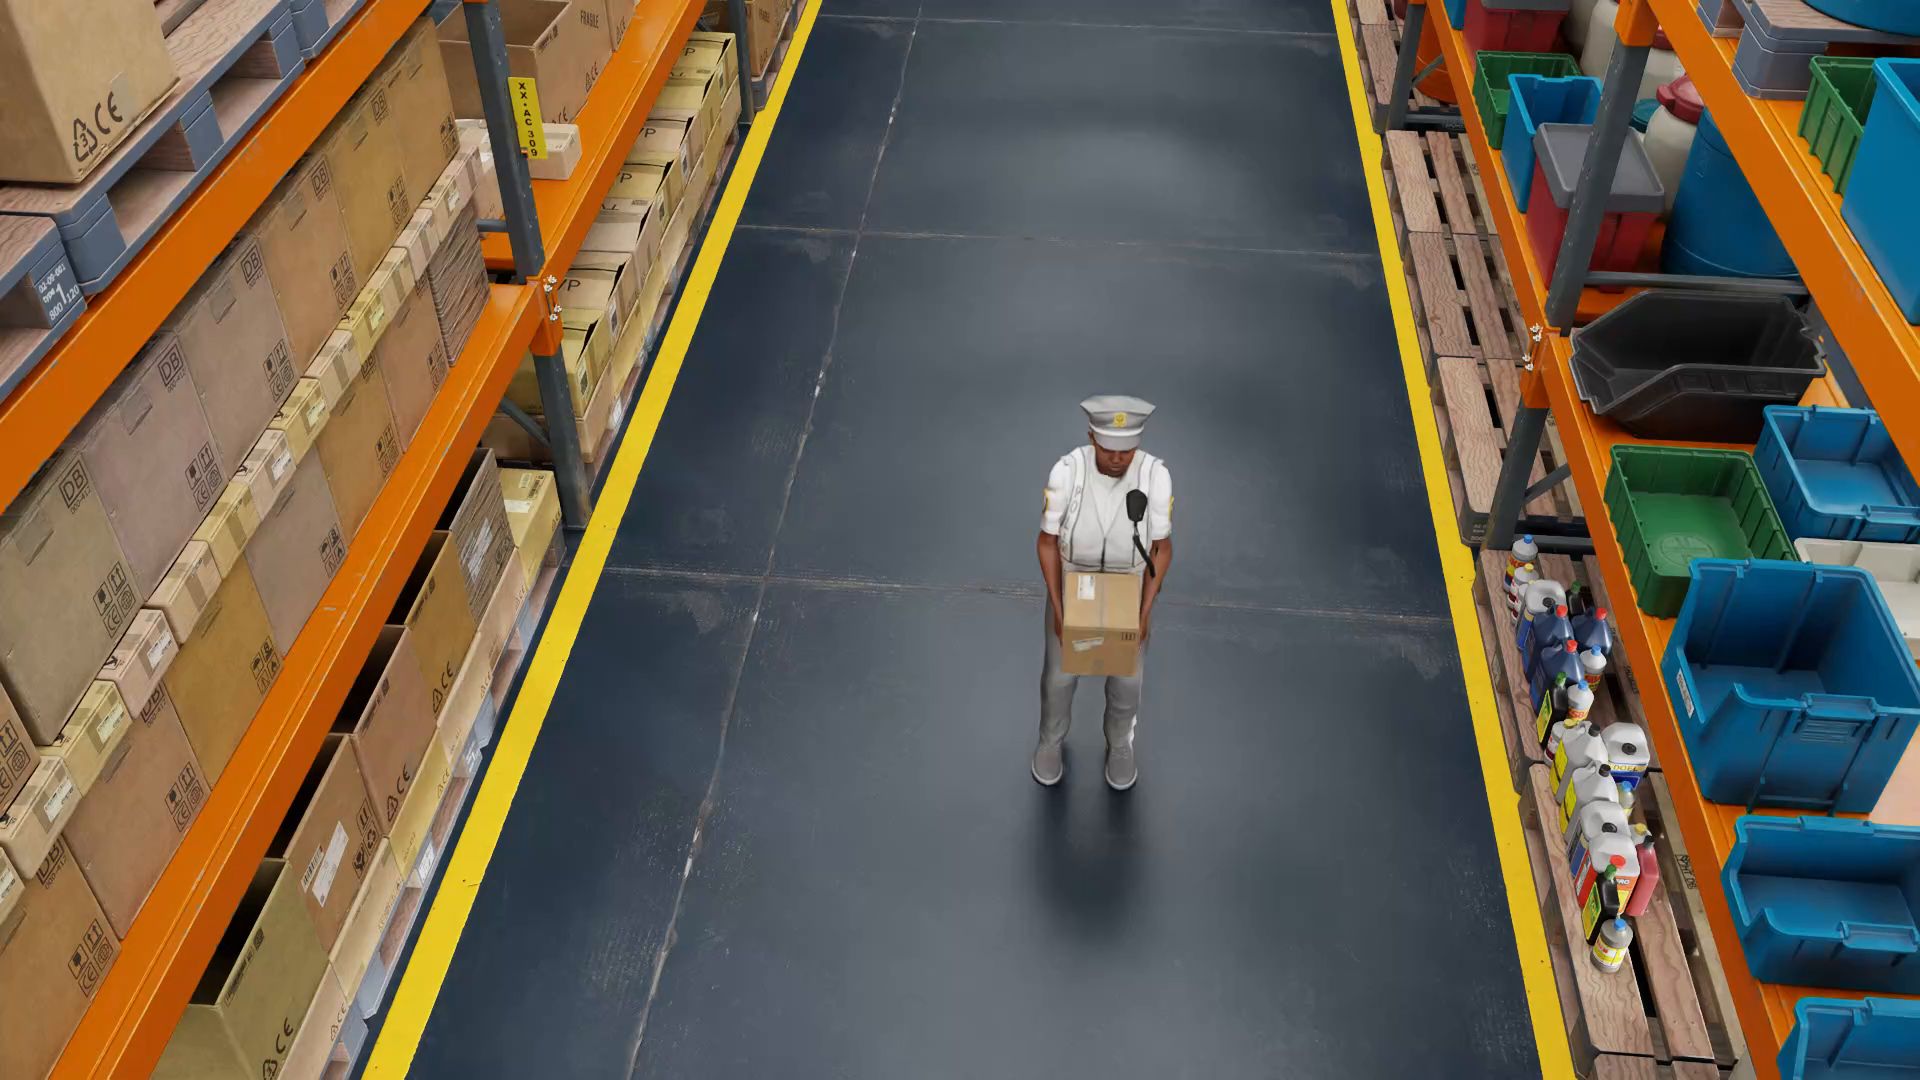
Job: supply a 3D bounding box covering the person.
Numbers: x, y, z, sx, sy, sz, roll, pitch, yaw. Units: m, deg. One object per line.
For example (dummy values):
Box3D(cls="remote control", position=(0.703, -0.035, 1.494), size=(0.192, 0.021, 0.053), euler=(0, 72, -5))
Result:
Box3D(cls="person", position=(0.506, 0.208, 5.908), size=(0.532, 1.664, 0.391), euler=(1, 40, 2))
